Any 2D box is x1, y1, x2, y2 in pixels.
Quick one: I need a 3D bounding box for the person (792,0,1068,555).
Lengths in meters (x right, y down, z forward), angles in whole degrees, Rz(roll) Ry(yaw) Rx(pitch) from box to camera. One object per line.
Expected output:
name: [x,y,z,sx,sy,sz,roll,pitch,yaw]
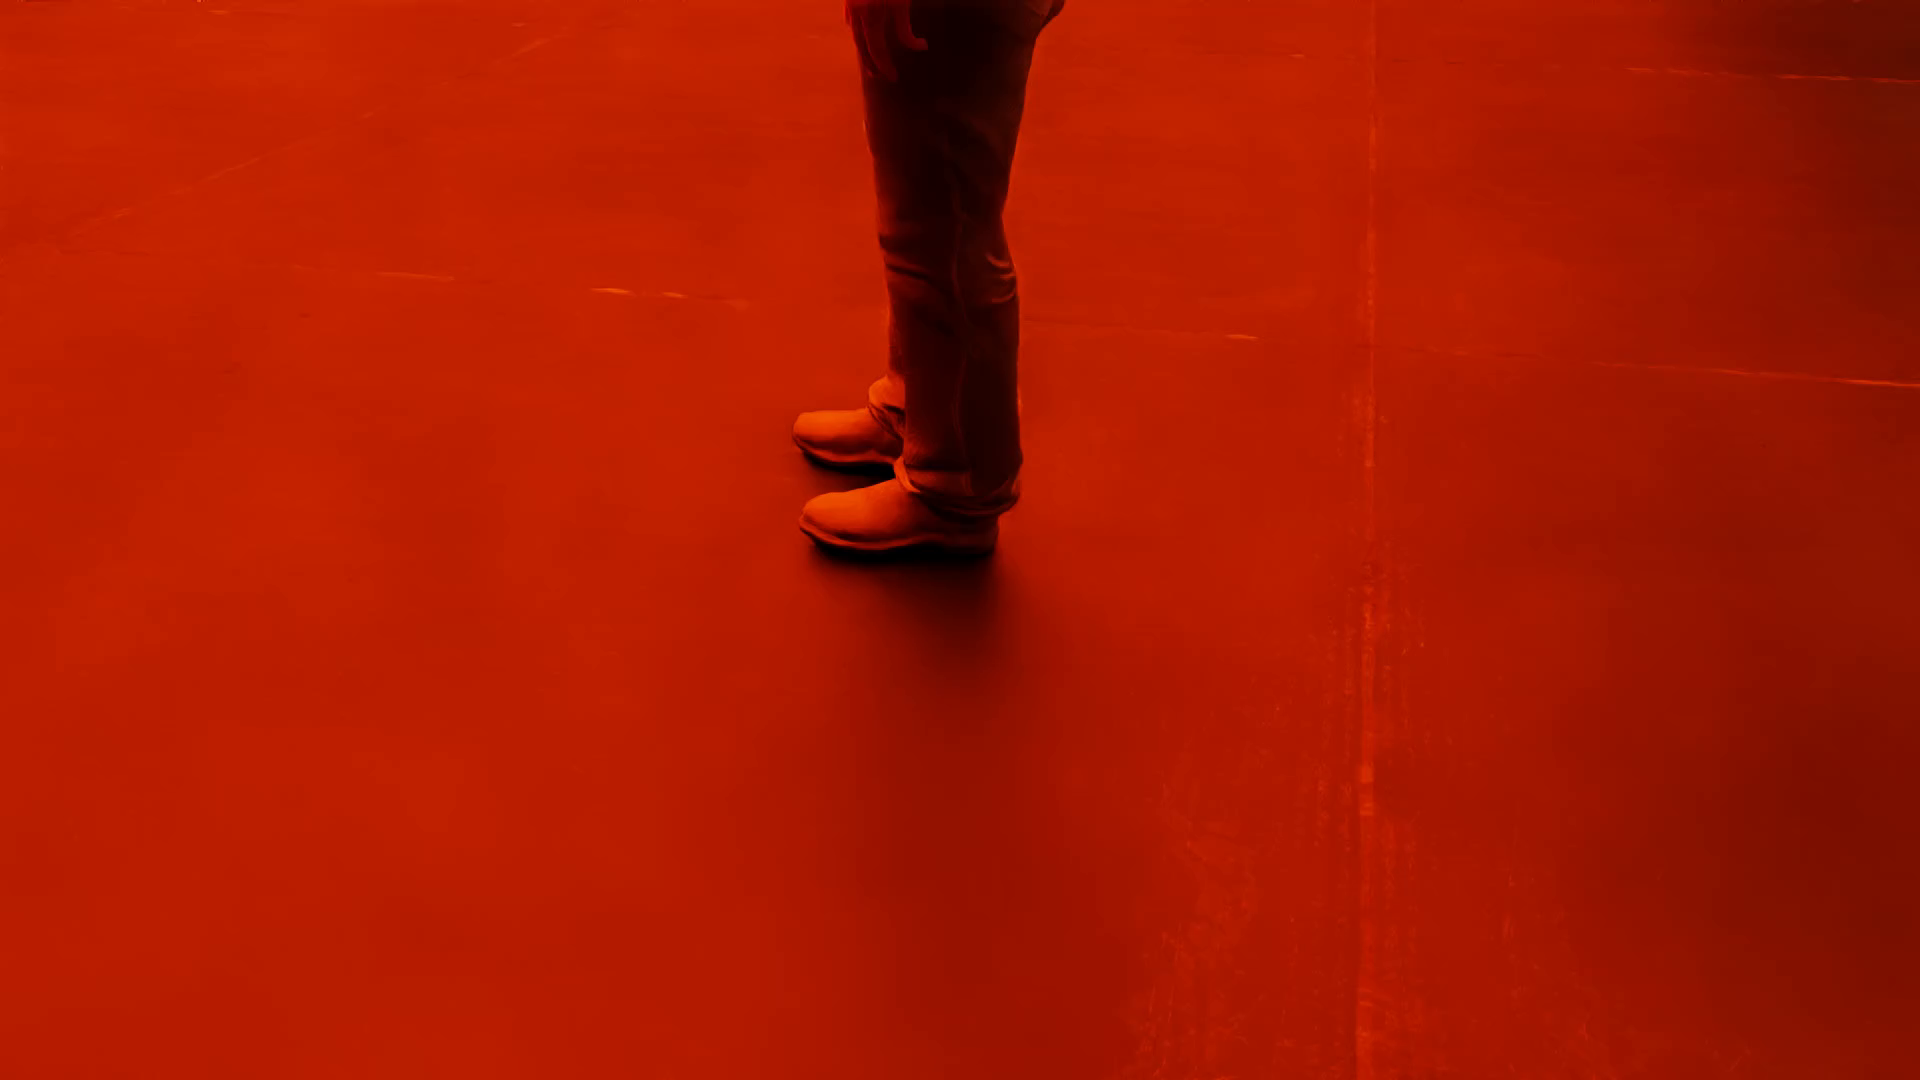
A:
person: [-0.059,-0.808,2.116,0.567,1.773,0.632,6,27,11]
